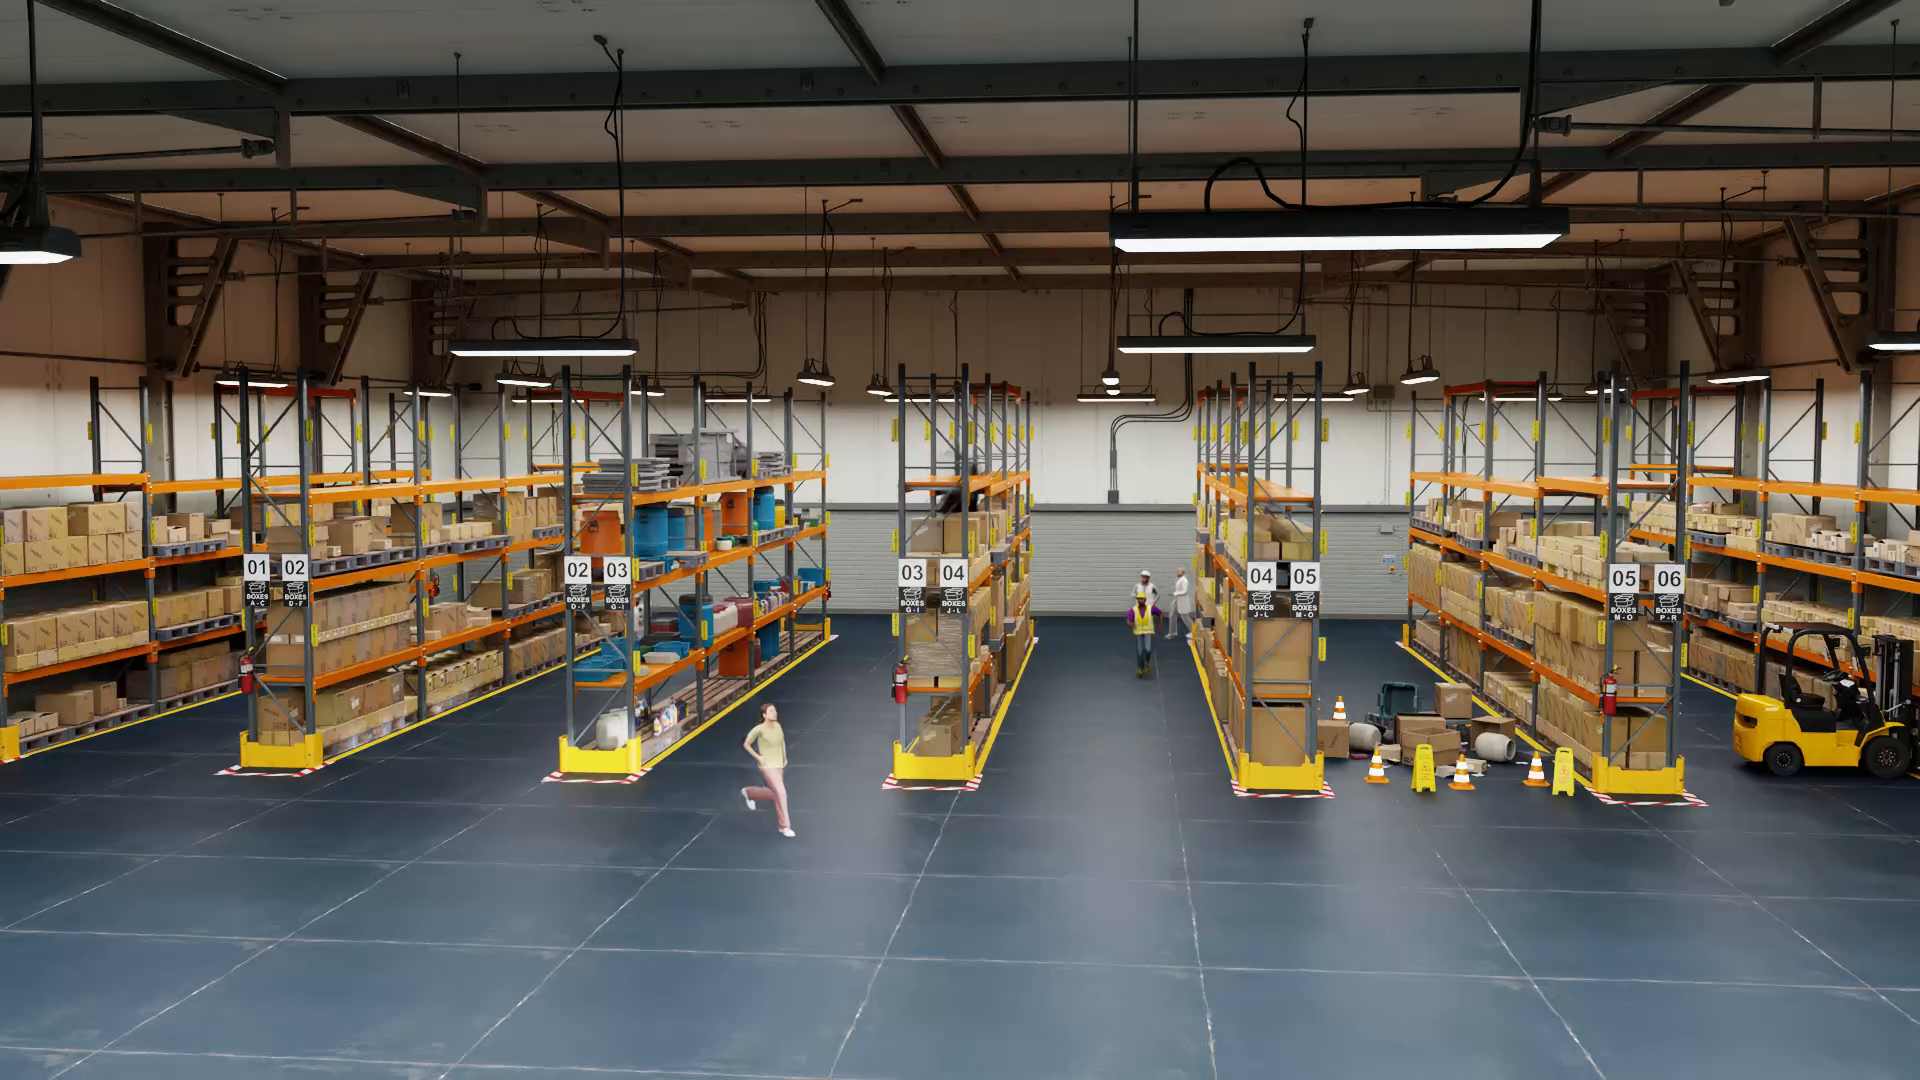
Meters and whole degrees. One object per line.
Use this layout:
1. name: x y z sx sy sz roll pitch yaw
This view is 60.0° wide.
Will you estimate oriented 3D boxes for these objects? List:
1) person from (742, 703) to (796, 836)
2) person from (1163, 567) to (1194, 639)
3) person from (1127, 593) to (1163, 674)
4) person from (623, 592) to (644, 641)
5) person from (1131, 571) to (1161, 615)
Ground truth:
1. person: -2.418 2.864 20.939 0.943 1.649 0.566 3 4 35
2. person: 5.415 1.546 40.261 0.880 1.823 0.714 -1 4 -13
3. person: 3.786 1.931 34.147 0.724 1.714 0.797 1 4 13
4. person: -6.832 1.919 34.980 0.562 1.670 0.583 0 4 -3
5. person: 4.285 1.617 38.748 0.661 1.810 0.803 2 4 24
